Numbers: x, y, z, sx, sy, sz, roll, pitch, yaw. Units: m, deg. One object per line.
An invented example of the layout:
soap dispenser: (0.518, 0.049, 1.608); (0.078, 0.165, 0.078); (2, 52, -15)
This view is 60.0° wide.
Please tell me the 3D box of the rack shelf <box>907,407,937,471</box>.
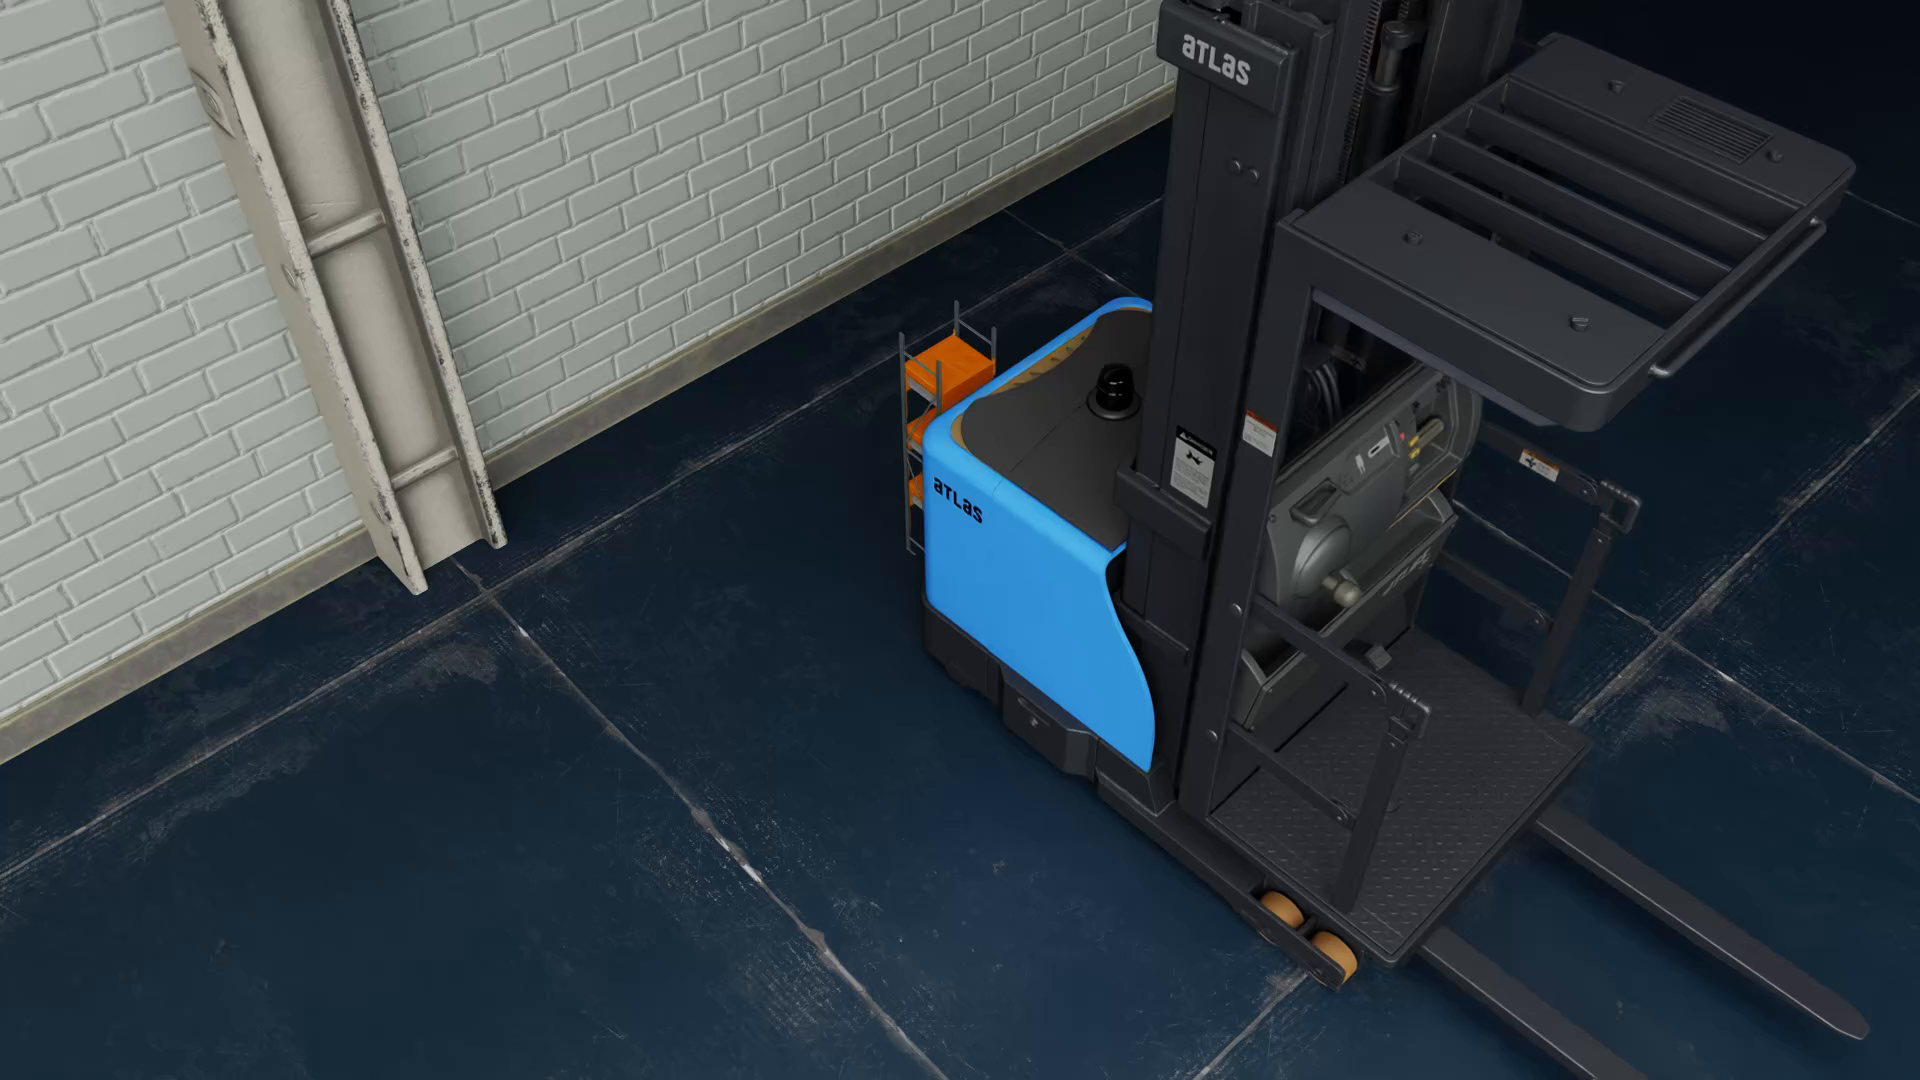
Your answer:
rack shelf: (-0.040, -0.322, 5.848); (0.240, 0.259, 0.215); (-34, 56, -27)

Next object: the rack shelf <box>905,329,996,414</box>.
rack shelf: (-0.040, -0.515, 5.639); (0.240, 0.259, 0.215); (-34, 56, -27)

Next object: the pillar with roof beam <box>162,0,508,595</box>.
pillar with roof beam: (0.953, -0.688, 0.762); (0.400, 9.000, 9.100); (-34, 56, -27)

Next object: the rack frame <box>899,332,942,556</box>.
rack frame: (-0.130, -0.269, 5.784); (0.008, 1.050, 0.200); (-34, 56, -27)

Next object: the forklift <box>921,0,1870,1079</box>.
forklift: (1.262, -0.088, 4.337); (1.130, 2.935, 3.031); (-36, 57, -29)

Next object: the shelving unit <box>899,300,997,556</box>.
shelving unit: (-0.040, -0.330, 5.840); (0.252, 1.050, 0.215); (-34, 56, -27)

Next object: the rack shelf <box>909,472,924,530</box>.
rack shelf: (-0.040, -0.134, 6.052); (0.240, 0.259, 0.215); (-34, 56, -27)

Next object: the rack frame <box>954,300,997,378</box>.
rack frame: (0.051, -0.390, 5.895); (0.008, 1.050, 0.200); (-34, 56, -27)
